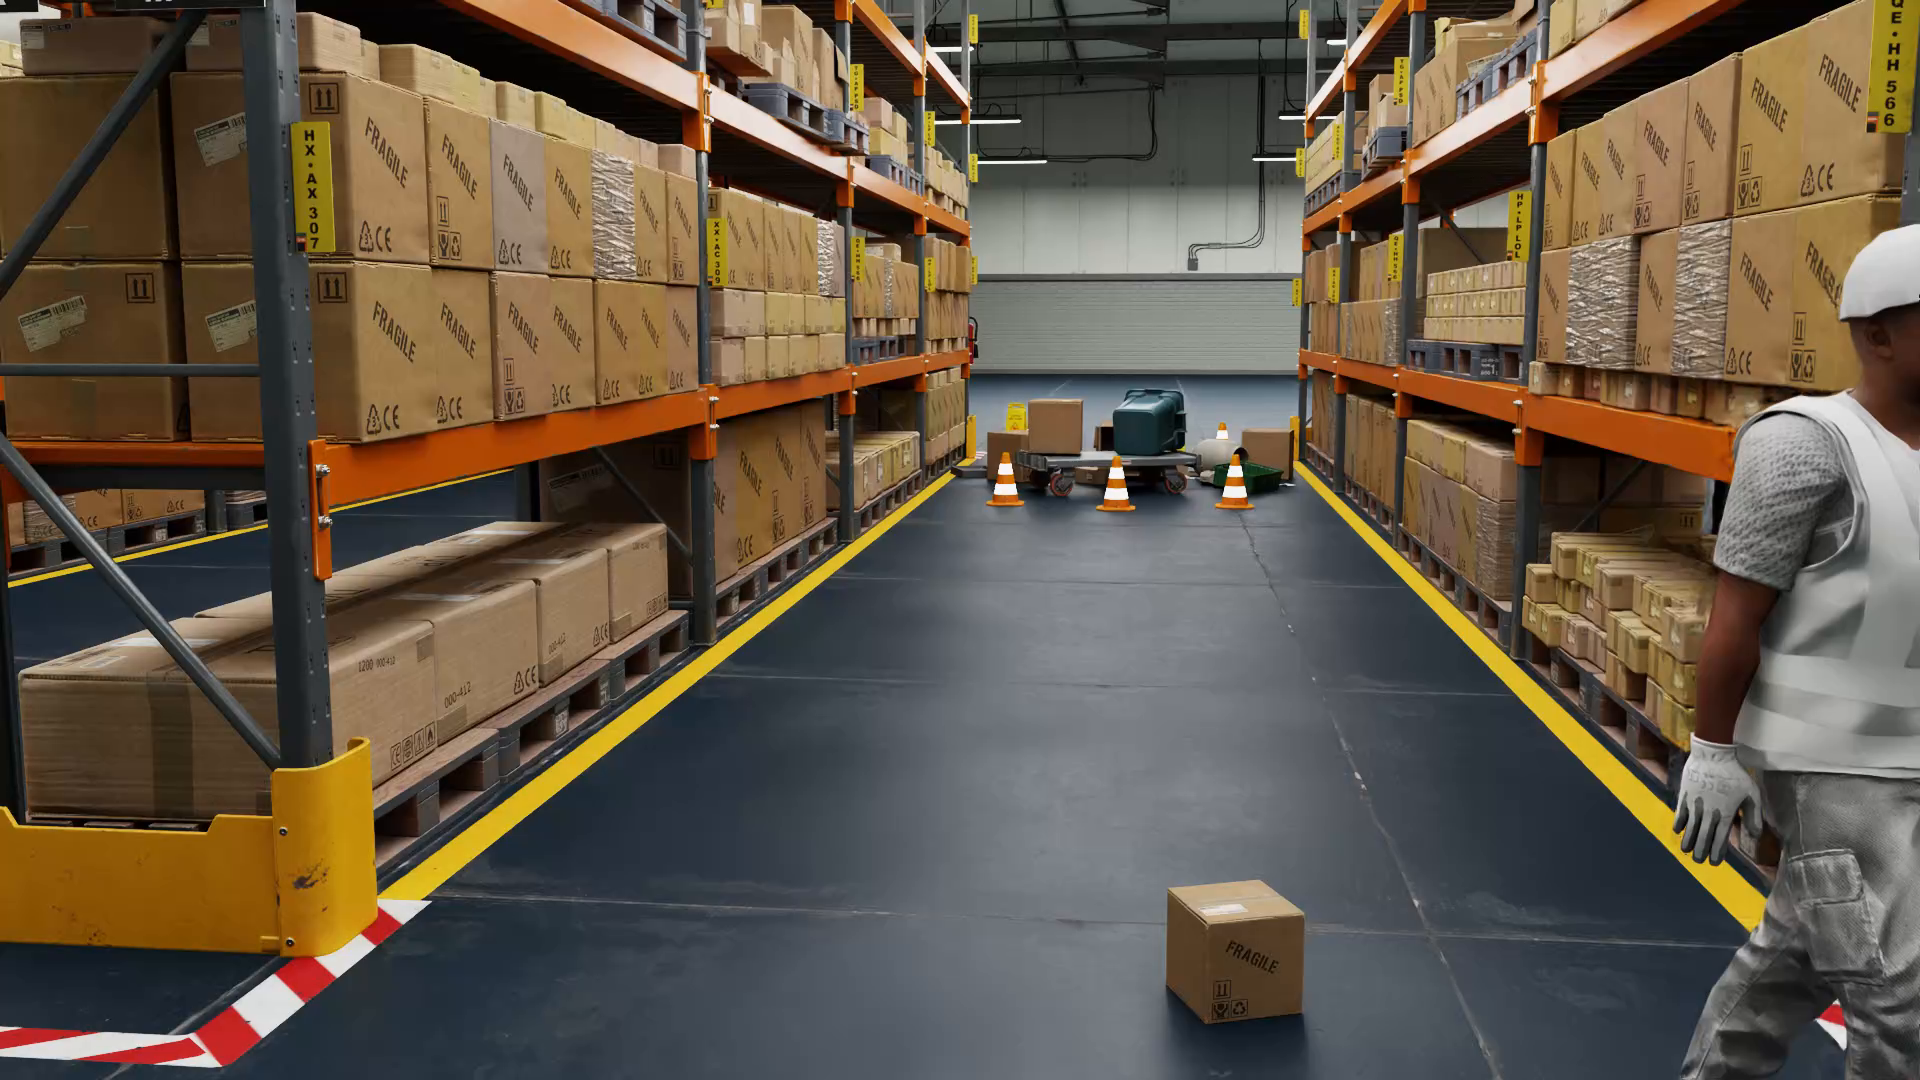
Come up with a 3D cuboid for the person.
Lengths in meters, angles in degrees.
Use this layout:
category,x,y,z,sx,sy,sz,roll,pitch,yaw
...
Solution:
category,x,y,z,sx,sy,sz,roll,pitch,yaw
person,1.557,0.386,2.709,0.591,1.779,0.850,-4,8,-27
